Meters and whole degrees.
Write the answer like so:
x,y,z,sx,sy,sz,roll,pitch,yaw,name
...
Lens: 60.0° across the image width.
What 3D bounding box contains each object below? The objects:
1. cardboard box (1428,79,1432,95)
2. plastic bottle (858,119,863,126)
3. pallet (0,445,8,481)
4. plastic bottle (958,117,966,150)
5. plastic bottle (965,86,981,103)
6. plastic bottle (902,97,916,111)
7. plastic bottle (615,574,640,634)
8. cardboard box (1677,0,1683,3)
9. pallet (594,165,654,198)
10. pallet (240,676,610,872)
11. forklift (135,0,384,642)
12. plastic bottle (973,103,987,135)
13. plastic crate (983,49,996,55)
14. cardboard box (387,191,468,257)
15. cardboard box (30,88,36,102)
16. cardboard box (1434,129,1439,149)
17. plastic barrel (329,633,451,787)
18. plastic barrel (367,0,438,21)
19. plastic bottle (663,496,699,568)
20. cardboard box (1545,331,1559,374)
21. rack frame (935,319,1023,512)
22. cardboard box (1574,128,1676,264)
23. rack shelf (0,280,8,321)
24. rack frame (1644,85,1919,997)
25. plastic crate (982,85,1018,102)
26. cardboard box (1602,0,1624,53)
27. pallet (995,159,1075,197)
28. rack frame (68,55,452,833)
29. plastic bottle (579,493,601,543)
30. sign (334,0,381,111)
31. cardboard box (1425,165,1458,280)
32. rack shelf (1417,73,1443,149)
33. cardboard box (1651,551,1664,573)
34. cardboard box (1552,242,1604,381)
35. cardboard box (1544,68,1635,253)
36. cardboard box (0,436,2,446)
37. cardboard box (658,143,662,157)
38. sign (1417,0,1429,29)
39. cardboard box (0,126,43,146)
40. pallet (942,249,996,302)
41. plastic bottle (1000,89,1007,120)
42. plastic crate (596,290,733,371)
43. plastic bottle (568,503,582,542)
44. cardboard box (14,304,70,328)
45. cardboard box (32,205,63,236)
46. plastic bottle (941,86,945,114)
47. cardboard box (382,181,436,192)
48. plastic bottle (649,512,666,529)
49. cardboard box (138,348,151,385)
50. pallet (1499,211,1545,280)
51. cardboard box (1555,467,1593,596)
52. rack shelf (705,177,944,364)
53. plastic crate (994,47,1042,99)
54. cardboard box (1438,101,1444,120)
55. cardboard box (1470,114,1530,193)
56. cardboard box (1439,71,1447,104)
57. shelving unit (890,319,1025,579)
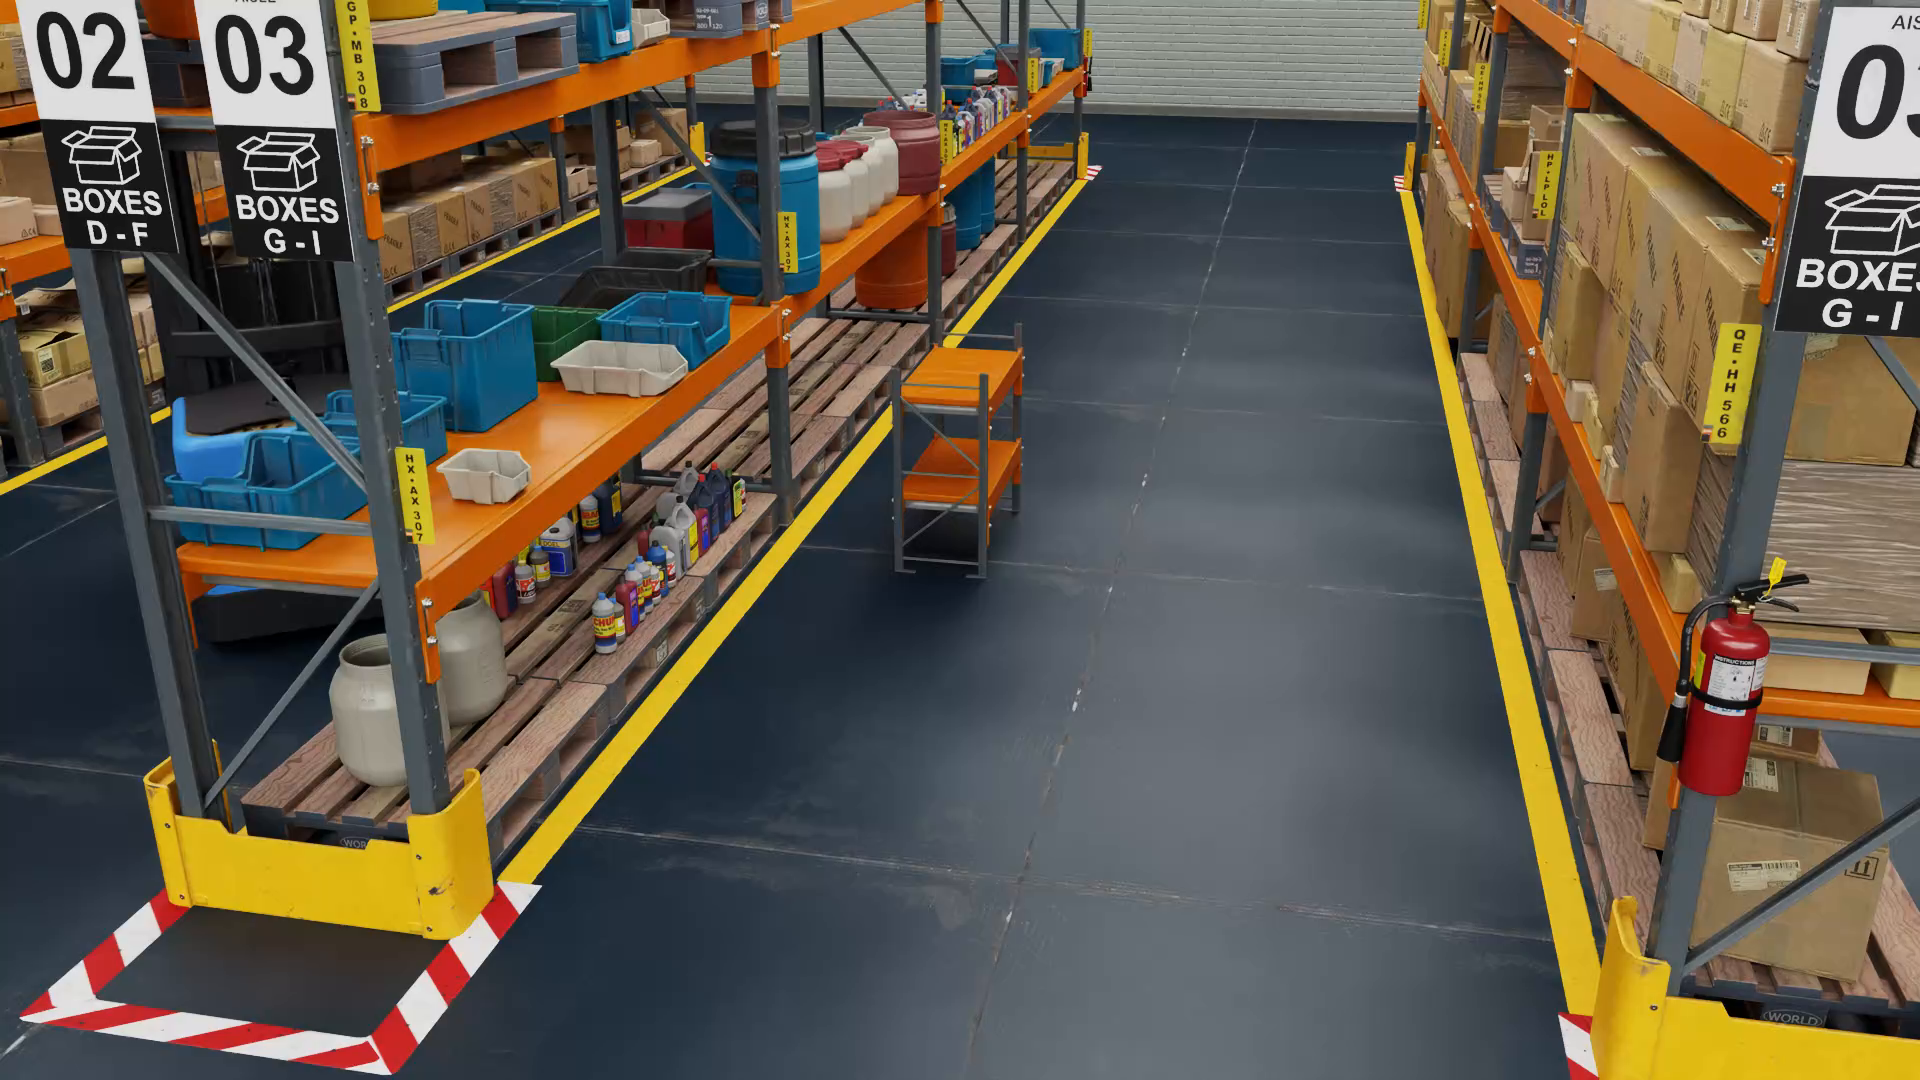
x,y,z,sx,sy,sz,roll,pitch,yaw,name
5.128,-4.744,17.455,0.380,0.149,0.250,4,22,10,cardboard box
-0.812,-3.368,13.874,0.097,0.271,0.097,0,22,0,plastic bottle
-6.513,-0.315,9.853,1.003,0.211,1.213,4,22,11,pallet
-0.001,-3.432,14.033,0.097,0.271,0.097,0,22,0,plastic bottle
0.125,-4.002,15.342,0.144,0.351,0.185,4,22,11,plastic bottle
-0.485,-3.906,15.204,0.152,0.276,0.135,4,22,11,plastic bottle
-1.538,0.281,7.688,0.061,0.283,0.133,5,22,12,plastic bottle
2.771,-1.974,5.893,0.380,0.149,0.250,5,22,12,cardboard box
-4.289,-4.227,19.567,1.003,0.211,1.213,4,22,11,pallet
-2.137,0.911,6.809,1.003,0.211,1.213,4,22,11,pallet
-3.721,-1.388,8.878,1.130,2.935,3.031,-9,24,-22,forklift
0.155,-3.764,14.852,0.152,0.276,0.135,4,22,11,plastic bottle
0.480,-5.550,19.263,0.416,0.233,0.300,4,22,11,plastic crate
-4.912,-2.923,15.354,0.500,0.500,0.500,4,22,10,cardboard box
-9.556,-4.575,17.007,0.380,0.149,0.250,4,22,11,cardboard box
5.598,-4.164,17.961,0.875,0.875,0.875,4,22,11,cardboard box
-2.218,0.658,6.471,0.421,0.512,0.421,0,22,0,plastic barrel
-2.169,-2.154,5.858,0.600,0.588,0.600,0,22,0,plastic barrel
-1.416,-0.047,8.411,0.144,0.351,0.185,4,22,11,plastic bottle
2.985,-0.877,7.852,0.380,0.149,0.250,4,22,11,cardboard box
0.105,-0.710,9.611,0.500,1.125,0.032,4,22,11,rack frame
2.946,-1.460,7.092,0.500,0.500,0.500,4,22,11,cardboard box
-6.718,-0.831,8.365,1.077,0.370,4.000,4,22,11,rack shelf
2.571,0.323,4.536,1.000,3.000,0.127,4,22,11,rack frame
0.406,-4.508,16.804,0.396,0.136,0.243,4,22,11,plastic crate
2.942,-2.122,6.794,0.500,0.250,0.500,4,22,10,cardboard box
0.781,-4.314,19.782,1.003,0.211,1.213,4,22,11,pallet
-2.278,-0.054,5.473,1.000,3.000,0.127,4,22,11,rack frame
-1.944,-0.130,8.724,0.097,0.271,0.097,0,22,0,plastic bottle
-1.740,-1.406,4.803,0.100,0.325,0.005,4,22,11,sign
4.727,-2.712,14.354,1.225,0.875,0.875,4,22,9,cardboard box
5.428,-4.463,17.383,1.077,0.370,4.000,4,22,11,rack shelf
2.546,0.043,5.568,0.380,0.149,0.250,4,22,11,cardboard box
3.099,-0.984,7.249,0.875,0.500,0.500,4,22,11,cardboard box
3.687,-1.893,8.672,1.000,1.000,1.000,5,22,11,cardboard box
-6.190,-0.629,10.019,0.500,0.250,0.500,4,22,11,cardboard box
-3.902,-4.816,20.499,0.380,0.166,0.250,4,22,11,cardboard box
5.294,-6.011,18.999,0.100,0.325,0.005,4,22,11,sign
-9.711,-3.823,17.146,0.750,0.750,0.750,5,23,13,cardboard box
-0.274,-2.423,15.087,1.003,0.211,1.213,4,22,11,pallet
0.405,-4.132,15.754,0.061,0.283,0.133,4,22,11,plastic bottle
-1.421,-1.023,8.077,0.499,0.251,0.616,4,22,11,plastic crate
-2.071,-0.160,8.692,0.144,0.351,0.185,4,22,9,plastic bottle
-6.408,-1.436,11.272,0.500,0.311,0.500,5,22,12,cardboard box
-5.929,-2.088,10.859,0.380,0.149,0.250,4,22,11,cardboard box
-0.226,-4.301,16.084,0.144,0.351,0.185,4,22,11,plastic bottle
-5.326,-3.145,15.905,0.500,0.500,0.500,4,22,9,cardboard box
-1.521,-0.014,8.420,0.061,0.283,0.133,4,22,11,plastic bottle
-5.879,-1.131,11.265,0.500,0.250,0.500,5,22,12,cardboard box
3.840,-1.786,10.031,1.003,0.211,1.213,4,22,11,pallet
3.267,-0.032,8.201,0.500,0.500,0.500,4,22,9,cardboard box
-1.053,-1.915,11.056,1.077,0.370,4.000,4,22,11,rack shelf
0.599,-4.808,17.110,0.402,0.464,0.583,4,22,11,plastic crate
4.761,-4.085,15.818,0.380,0.149,0.250,5,22,11,cardboard box
4.062,-2.848,12.277,0.500,0.500,0.500,5,23,13,cardboard box
4.853,-4.315,15.856,0.500,0.250,0.500,4,22,10,cardboard box
0.001,-0.524,9.150,0.538,1.125,1.048,4,22,11,shelving unit
